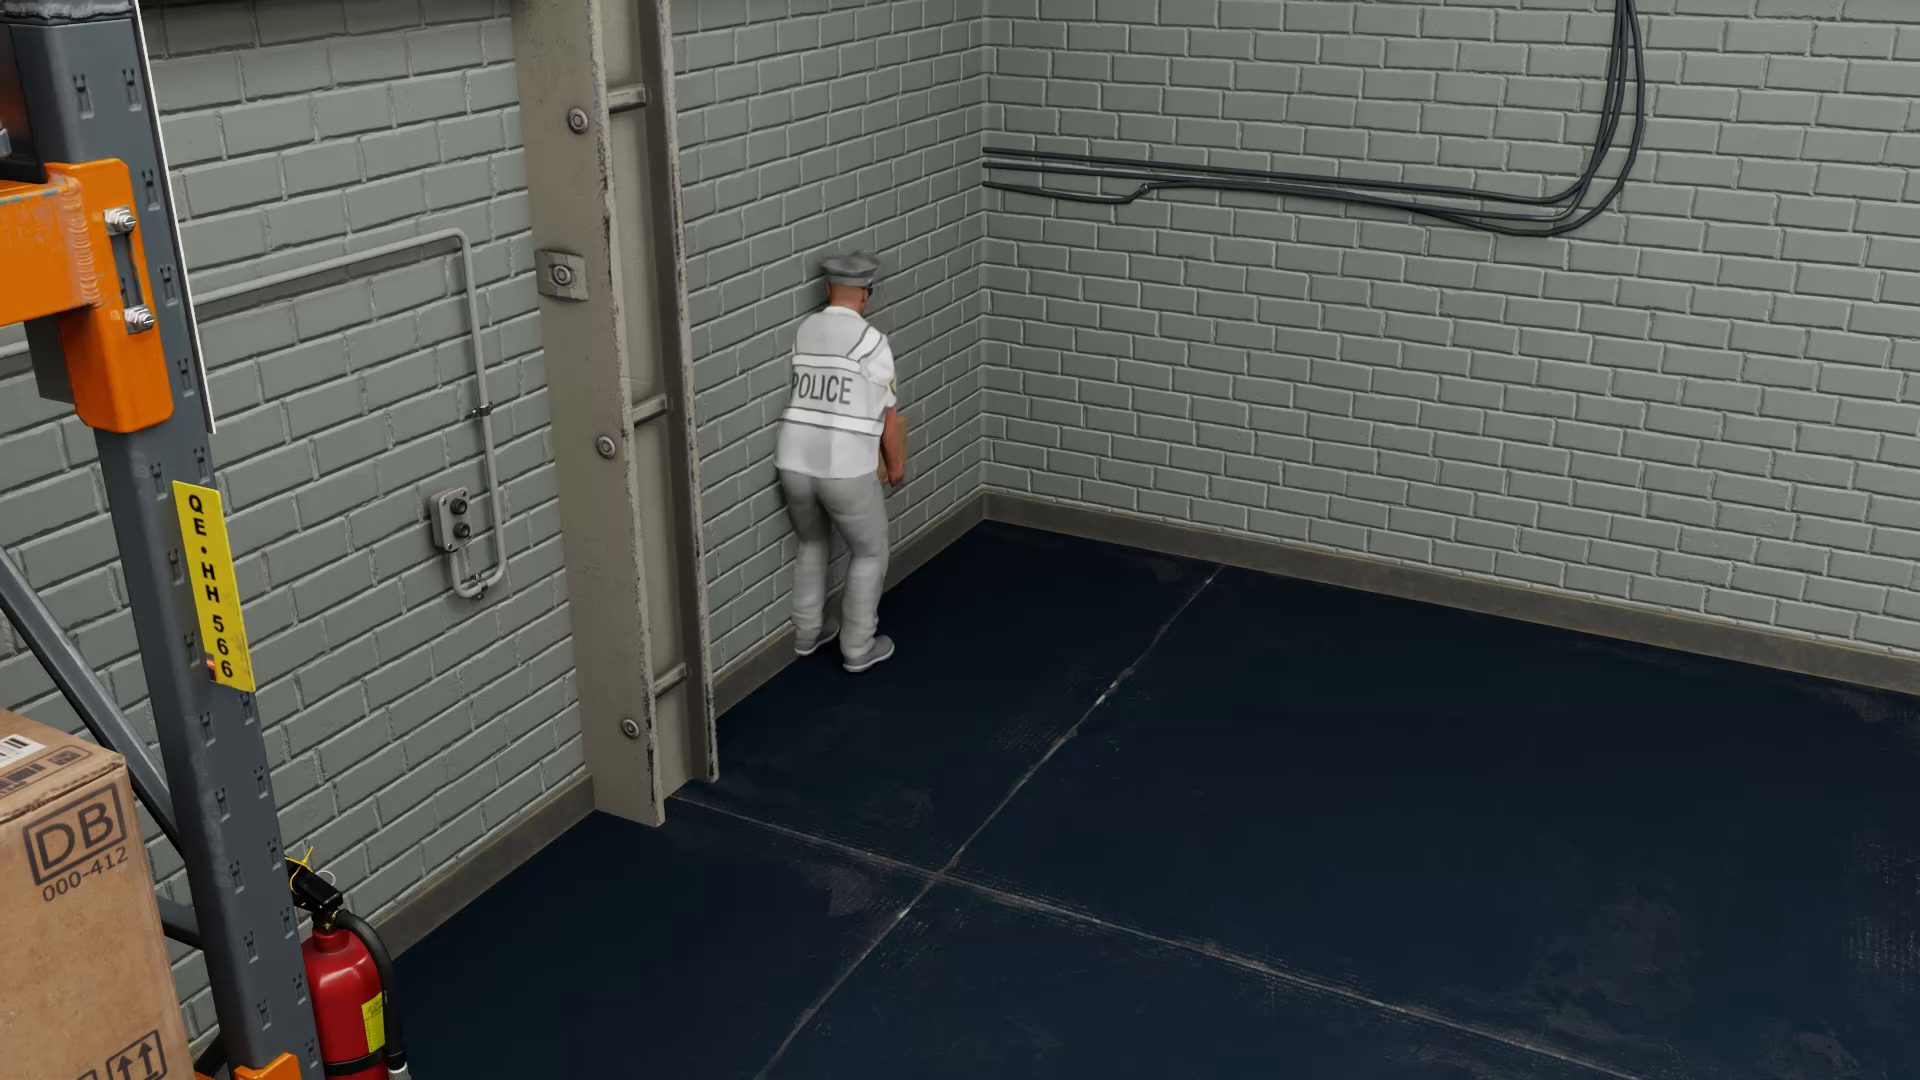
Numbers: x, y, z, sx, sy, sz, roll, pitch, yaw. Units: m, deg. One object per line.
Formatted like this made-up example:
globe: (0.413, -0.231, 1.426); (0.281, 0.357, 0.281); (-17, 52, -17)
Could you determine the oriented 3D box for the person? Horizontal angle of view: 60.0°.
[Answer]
person: (-0.503, -0.314, 6.913); (0.478, 1.703, 0.617); (11, 25, 24)
